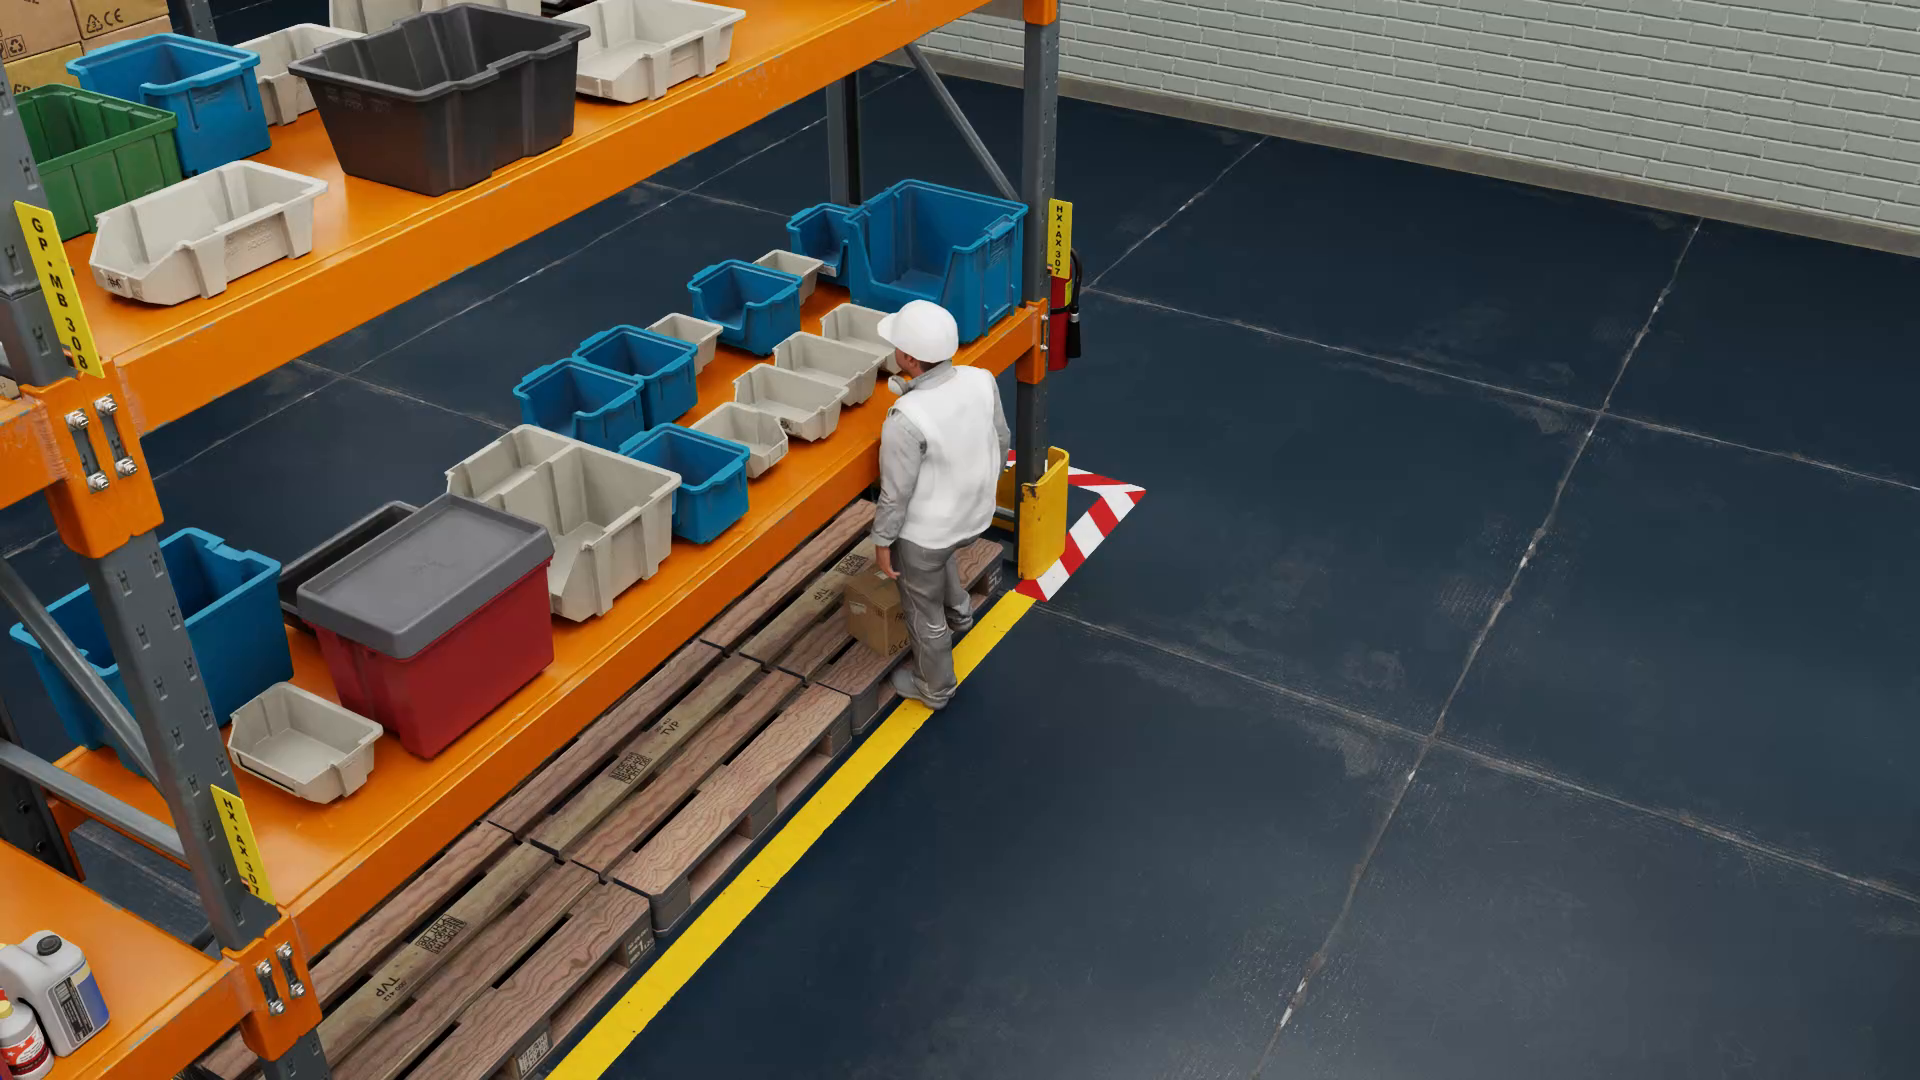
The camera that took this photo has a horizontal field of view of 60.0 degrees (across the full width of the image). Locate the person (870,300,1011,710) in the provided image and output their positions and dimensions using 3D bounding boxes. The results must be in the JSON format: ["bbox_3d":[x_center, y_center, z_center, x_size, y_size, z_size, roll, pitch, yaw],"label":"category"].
[{"bbox_3d":[-0.148,-0.133,6.298,0.634,1.774,0.614,-27,43,-34],"label":"person"}]
